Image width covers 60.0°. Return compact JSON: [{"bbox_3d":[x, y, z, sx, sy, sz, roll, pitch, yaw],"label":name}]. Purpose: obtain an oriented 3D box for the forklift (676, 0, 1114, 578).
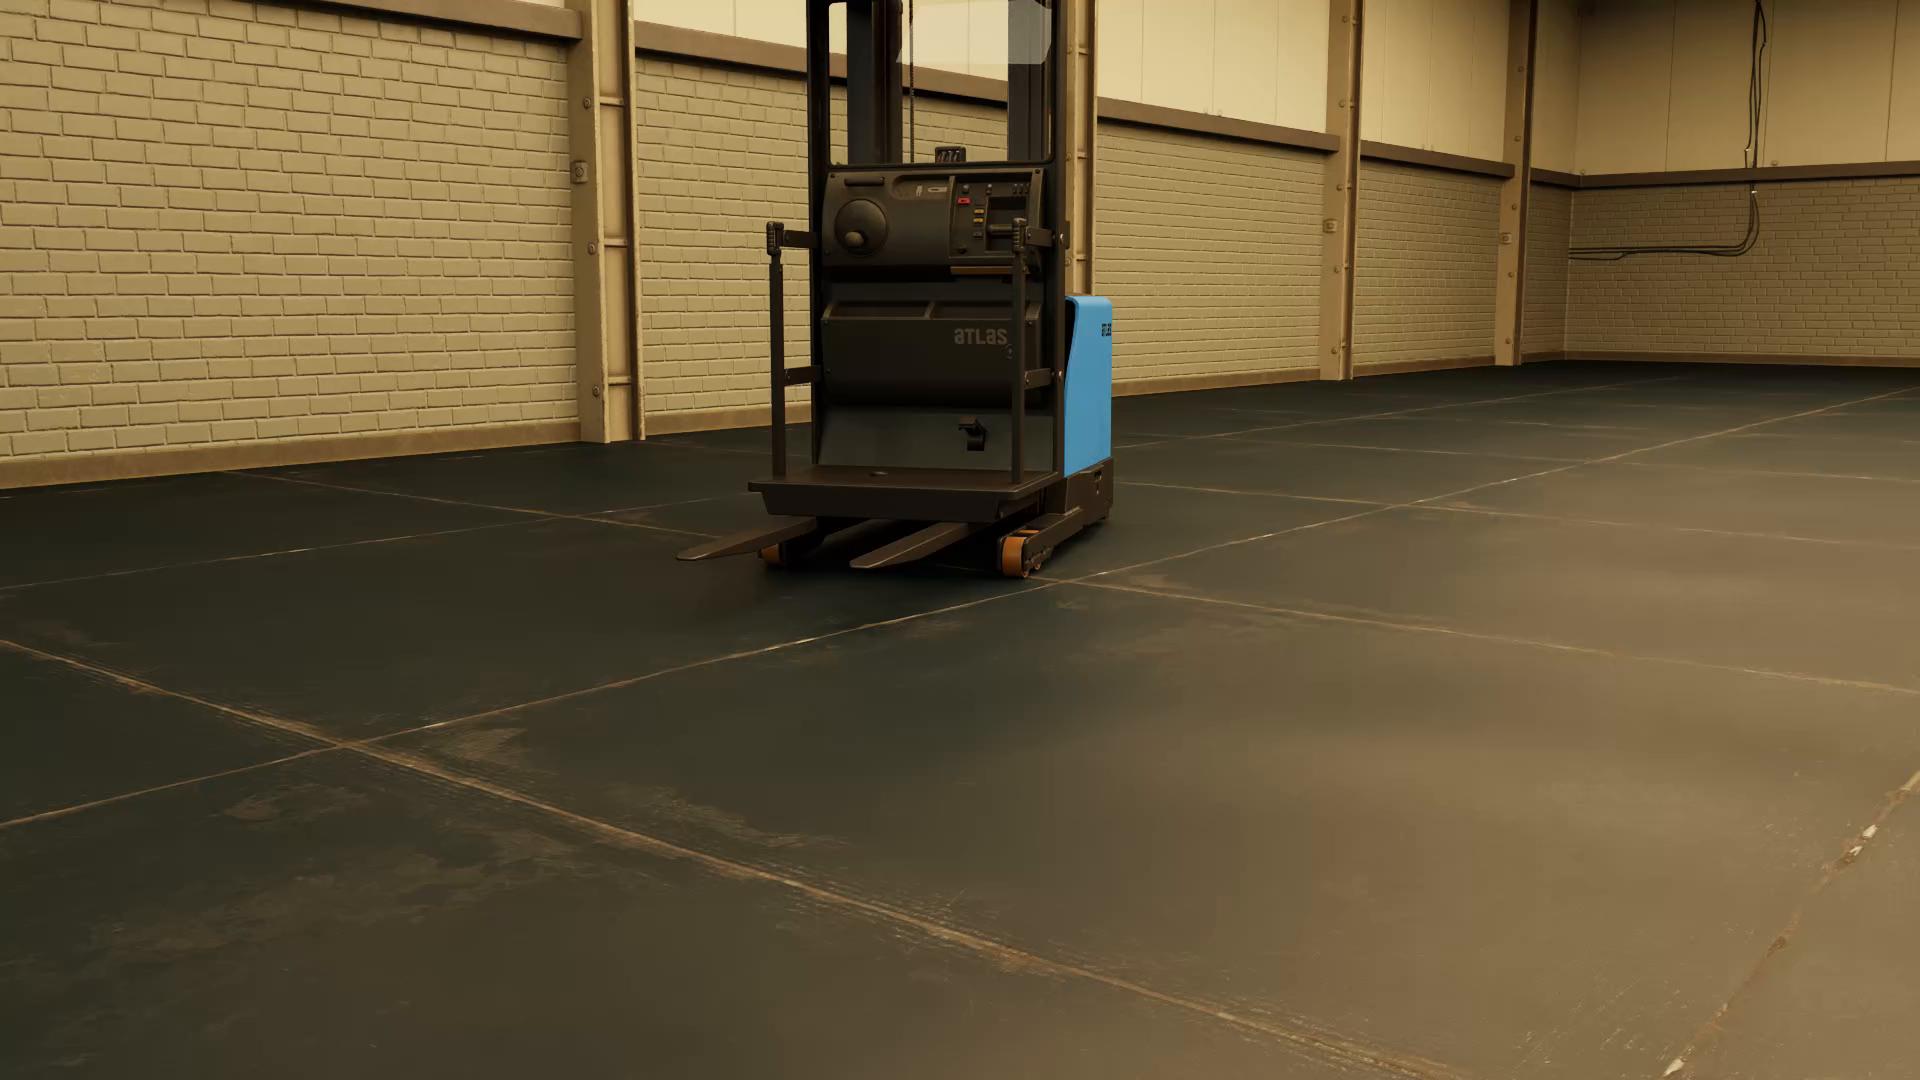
[{"bbox_3d":[-0.176,-1.366,6.616,1.130,2.935,3.031,3,9,17],"label":"forklift"}]
